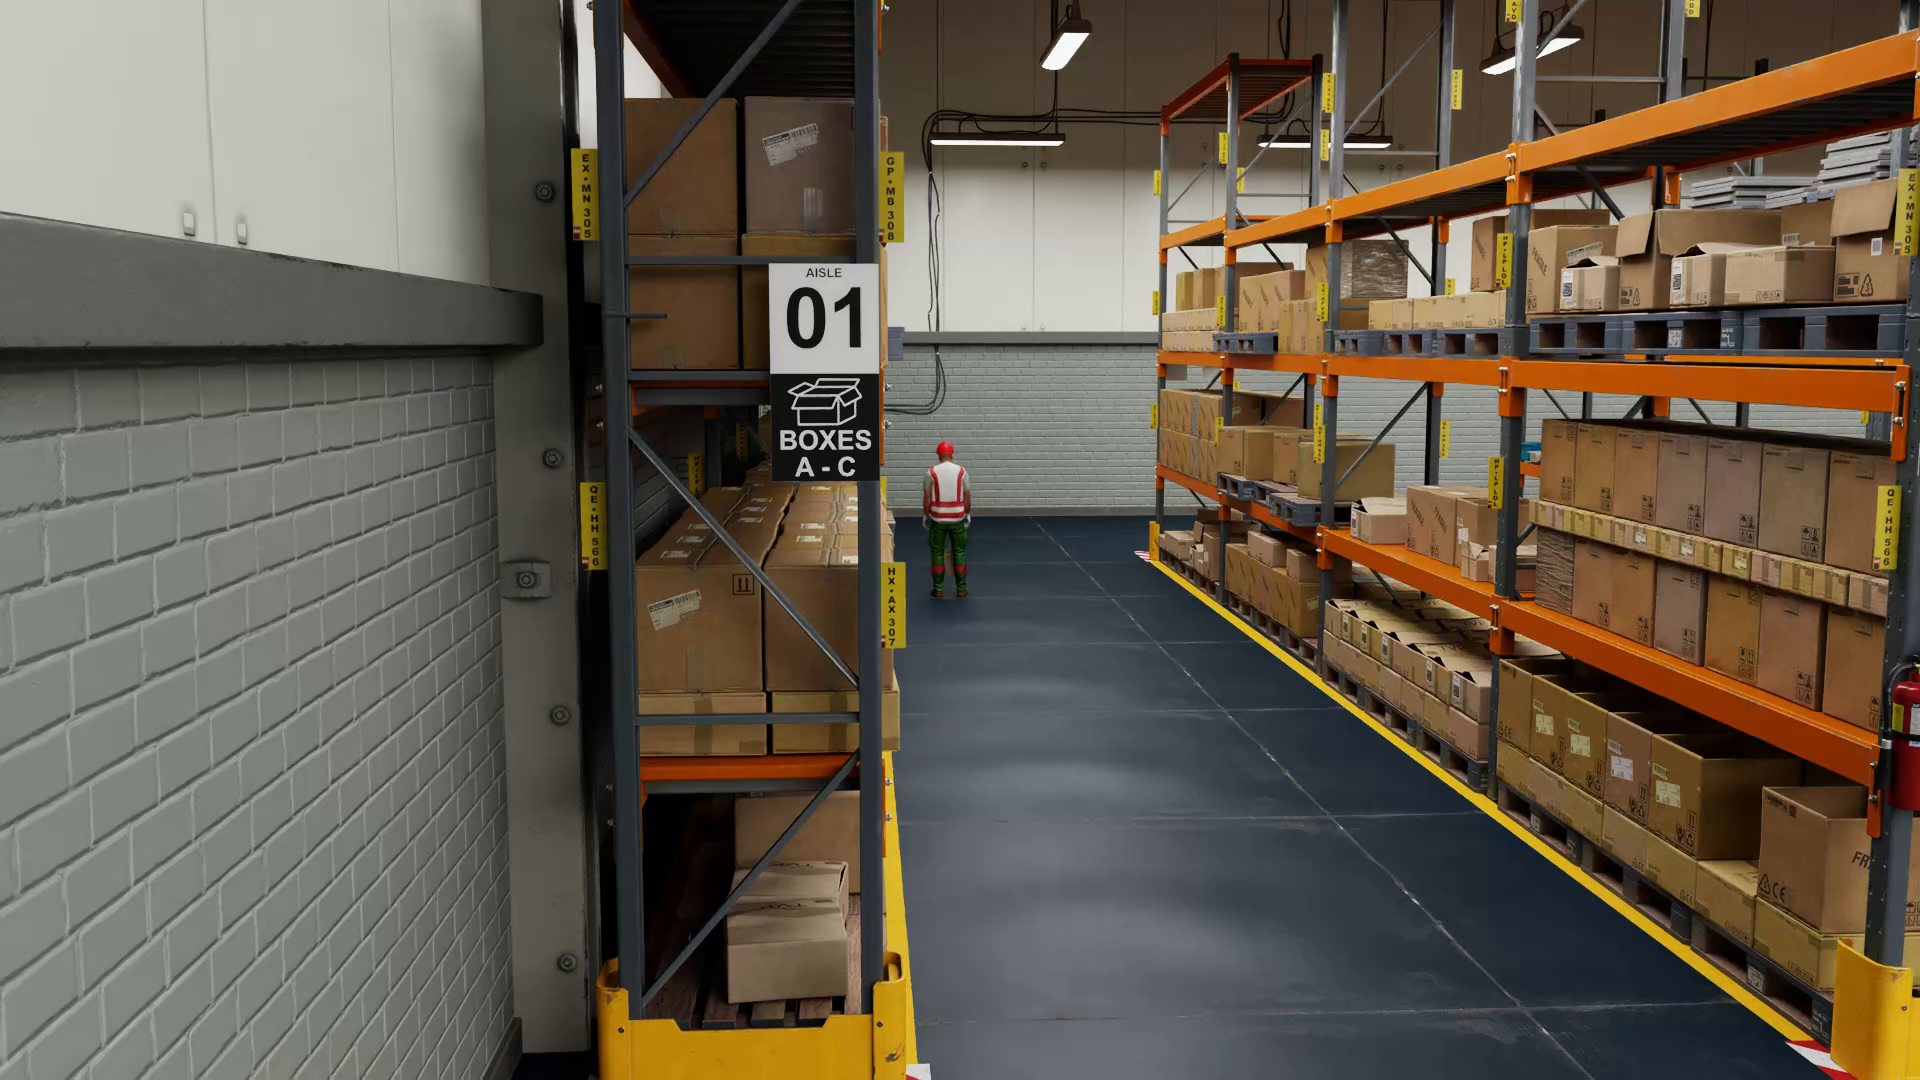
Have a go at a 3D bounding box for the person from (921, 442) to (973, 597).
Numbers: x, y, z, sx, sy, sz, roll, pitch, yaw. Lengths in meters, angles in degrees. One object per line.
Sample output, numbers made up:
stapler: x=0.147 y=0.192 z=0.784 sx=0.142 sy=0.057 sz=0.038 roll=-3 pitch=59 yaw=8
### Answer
person: x=-0.149 y=-0.240 z=19.207 sx=0.611 sy=1.778 sz=0.451 roll=-1 pitch=7 yaw=-7
